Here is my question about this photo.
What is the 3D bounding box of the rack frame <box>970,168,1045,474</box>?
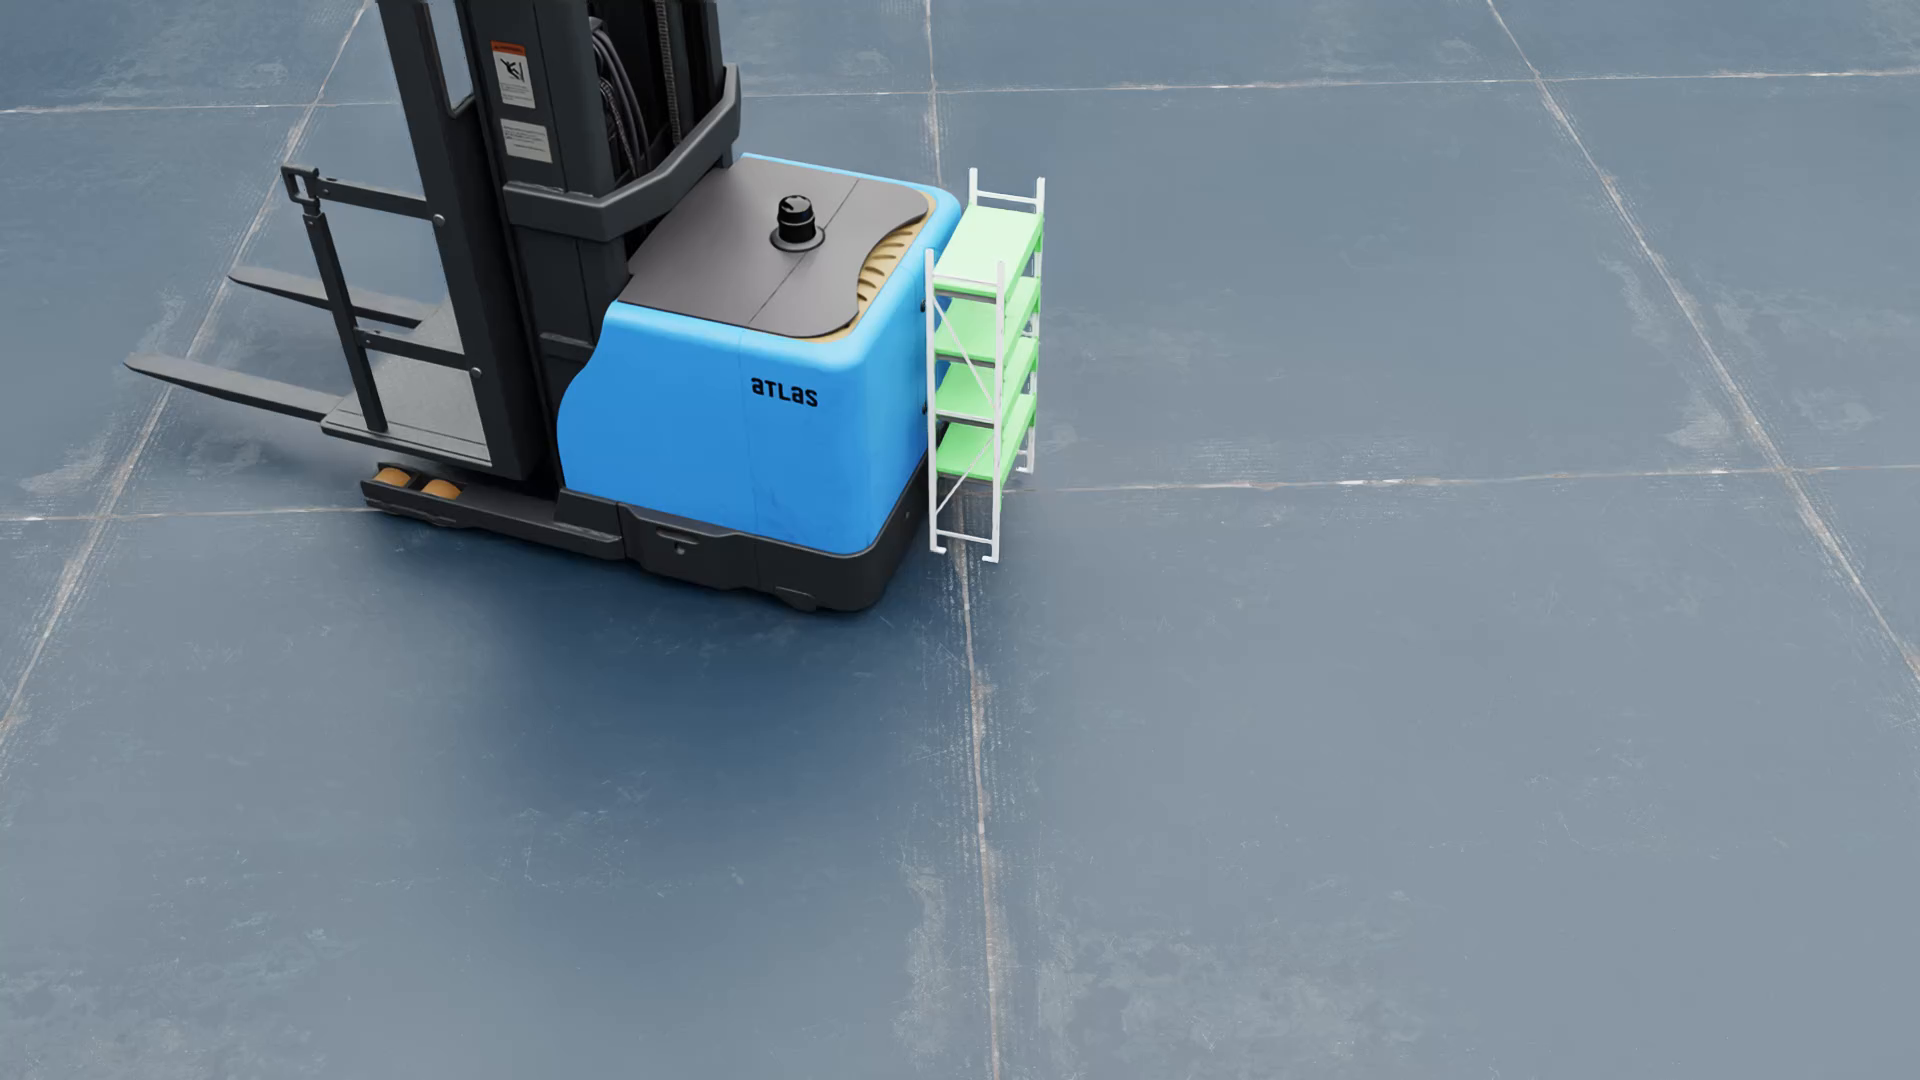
[{"bbox_3d":[0.148,-0.708,5.635,0.240,1.200,0.015,11,44,12],"label":"rack frame"}]

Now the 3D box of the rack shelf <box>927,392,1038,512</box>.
[{"bbox_3d":[0.082,-0.326,5.667,0.258,0.148,0.480,11,44,12],"label":"rack shelf"}]

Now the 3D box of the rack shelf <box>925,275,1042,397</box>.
[{"bbox_3d":[0.082,-0.680,5.343,0.258,0.148,0.480,11,44,12],"label":"rack shelf"}]

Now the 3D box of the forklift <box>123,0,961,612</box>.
[{"bbox_3d":[-1.555,-1.448,5.160,3.031,2.935,1.130,13,44,14],"label":"forklift"}]

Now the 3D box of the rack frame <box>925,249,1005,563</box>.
[{"bbox_3d":[0.015,-0.391,5.289,0.240,1.200,0.015,11,44,12],"label":"rack frame"}]

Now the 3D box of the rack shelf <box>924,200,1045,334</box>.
[{"bbox_3d":[0.082,-0.857,5.181,0.258,0.148,0.480,11,44,12],"label":"rack shelf"}]

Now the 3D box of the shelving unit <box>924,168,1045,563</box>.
[{"bbox_3d":[0.082,-0.550,5.462,0.258,1.200,0.503,11,44,12],"label":"shelving unit"}]

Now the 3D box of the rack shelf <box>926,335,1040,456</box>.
[{"bbox_3d":[0.082,-0.503,5.505,0.258,0.148,0.480,11,44,12],"label":"rack shelf"}]
